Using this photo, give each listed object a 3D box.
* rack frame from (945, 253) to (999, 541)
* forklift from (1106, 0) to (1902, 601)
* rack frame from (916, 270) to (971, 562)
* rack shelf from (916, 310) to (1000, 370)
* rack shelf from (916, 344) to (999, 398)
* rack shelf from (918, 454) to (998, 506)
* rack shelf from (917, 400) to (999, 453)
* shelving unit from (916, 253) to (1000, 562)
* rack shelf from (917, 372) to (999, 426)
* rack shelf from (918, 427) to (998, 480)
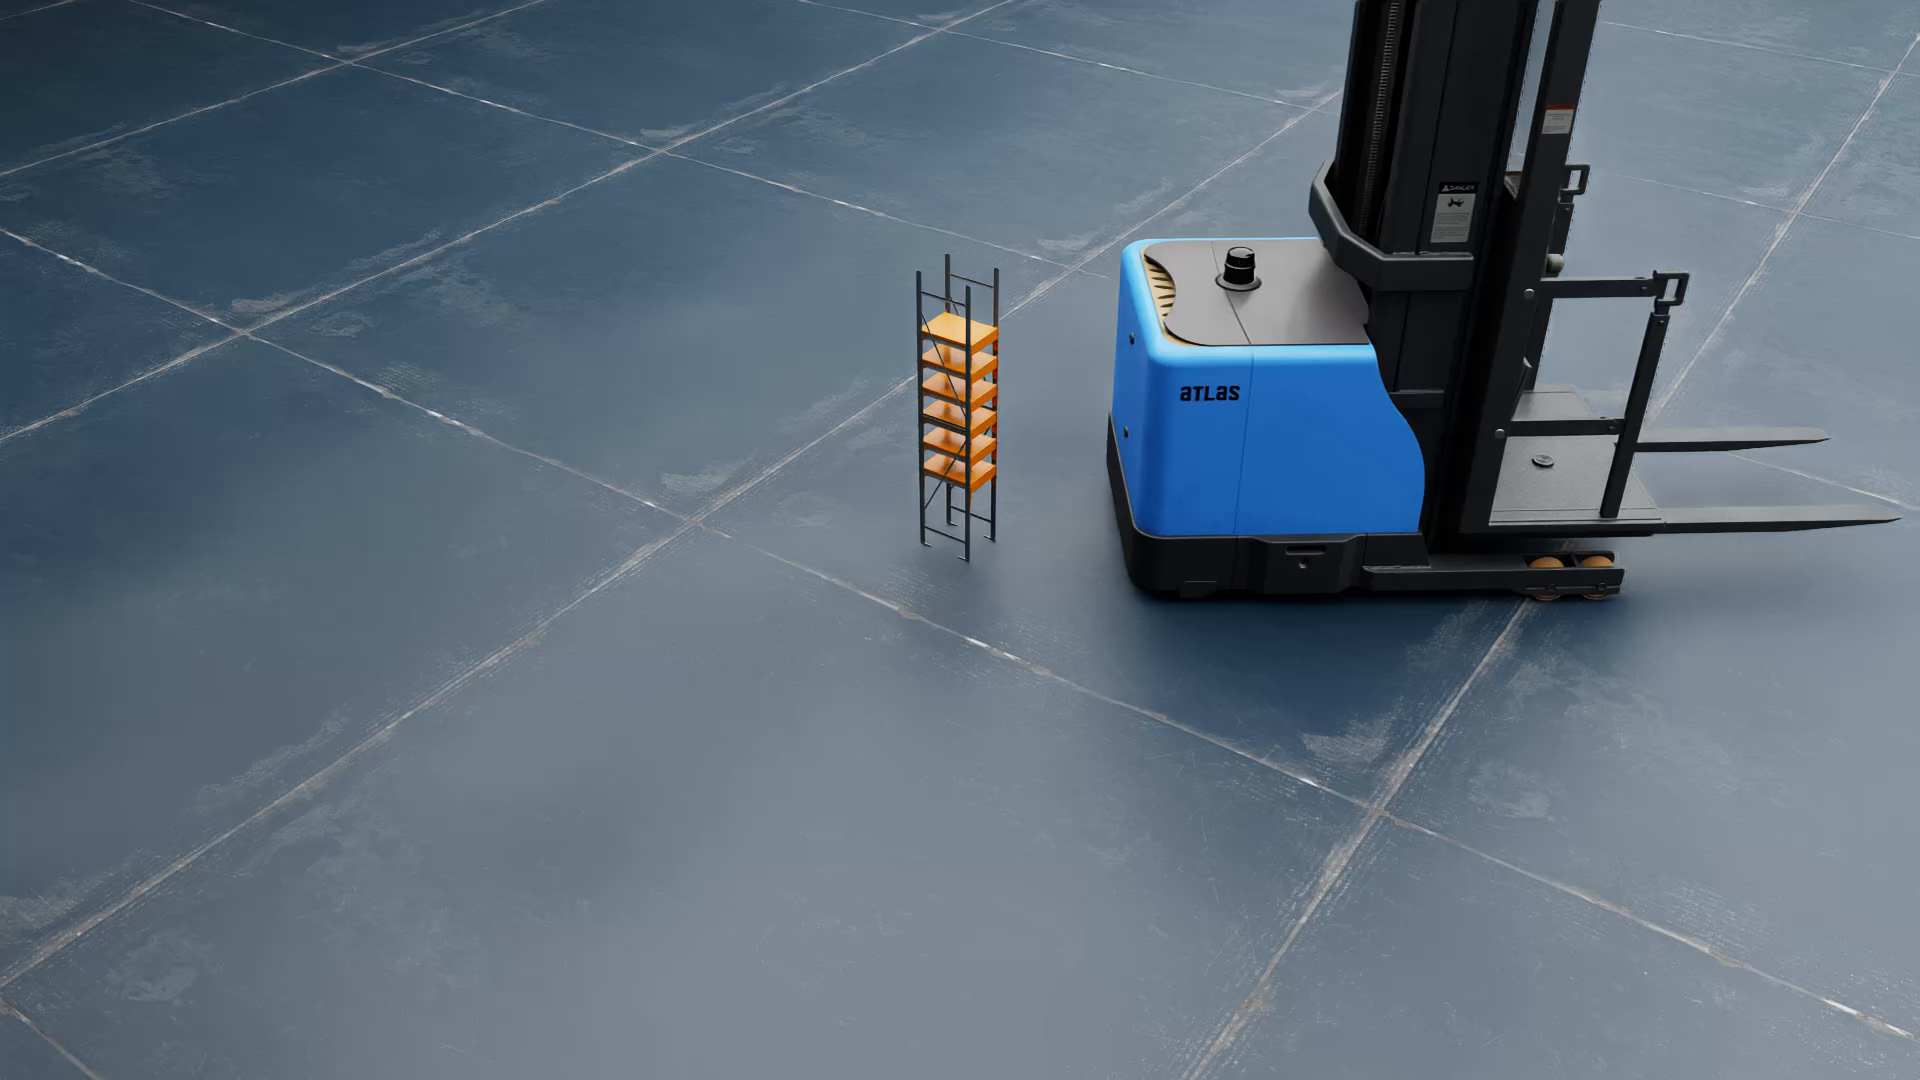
[{"bbox_3d":[0.044,-0.532,6.466,0.240,1.200,0.006,21,39,28],"label":"rack frame"},{"bbox_3d":[2.153,-1.279,6.024,3.031,2.935,1.130,-1,34,-1],"label":"forklift"},{"bbox_3d":[-0.060,-0.448,6.342,0.240,1.200,0.006,21,39,28],"label":"rack frame"},{"bbox_3d":[-0.008,-0.752,6.227,0.258,0.103,0.180,21,39,28],"label":"rack shelf"},{"bbox_3d":[-0.008,-0.652,6.294,0.258,0.103,0.180,21,39,28],"label":"rack shelf"},{"bbox_3d":[-0.008,-0.255,6.563,0.258,0.103,0.180,21,39,28],"label":"rack shelf"},{"bbox_3d":[-0.008,-0.454,6.429,0.258,0.103,0.180,21,39,28],"label":"rack shelf"},{"bbox_3d":[-0.008,-0.490,6.404,0.258,1.200,0.189,21,39,28],"label":"shelving unit"},{"bbox_3d":[-0.008,-0.553,6.362,0.258,0.103,0.180,21,39,28],"label":"rack shelf"},{"bbox_3d":[-0.008,-0.354,6.496,0.258,0.103,0.180,21,39,28],"label":"rack shelf"}]
